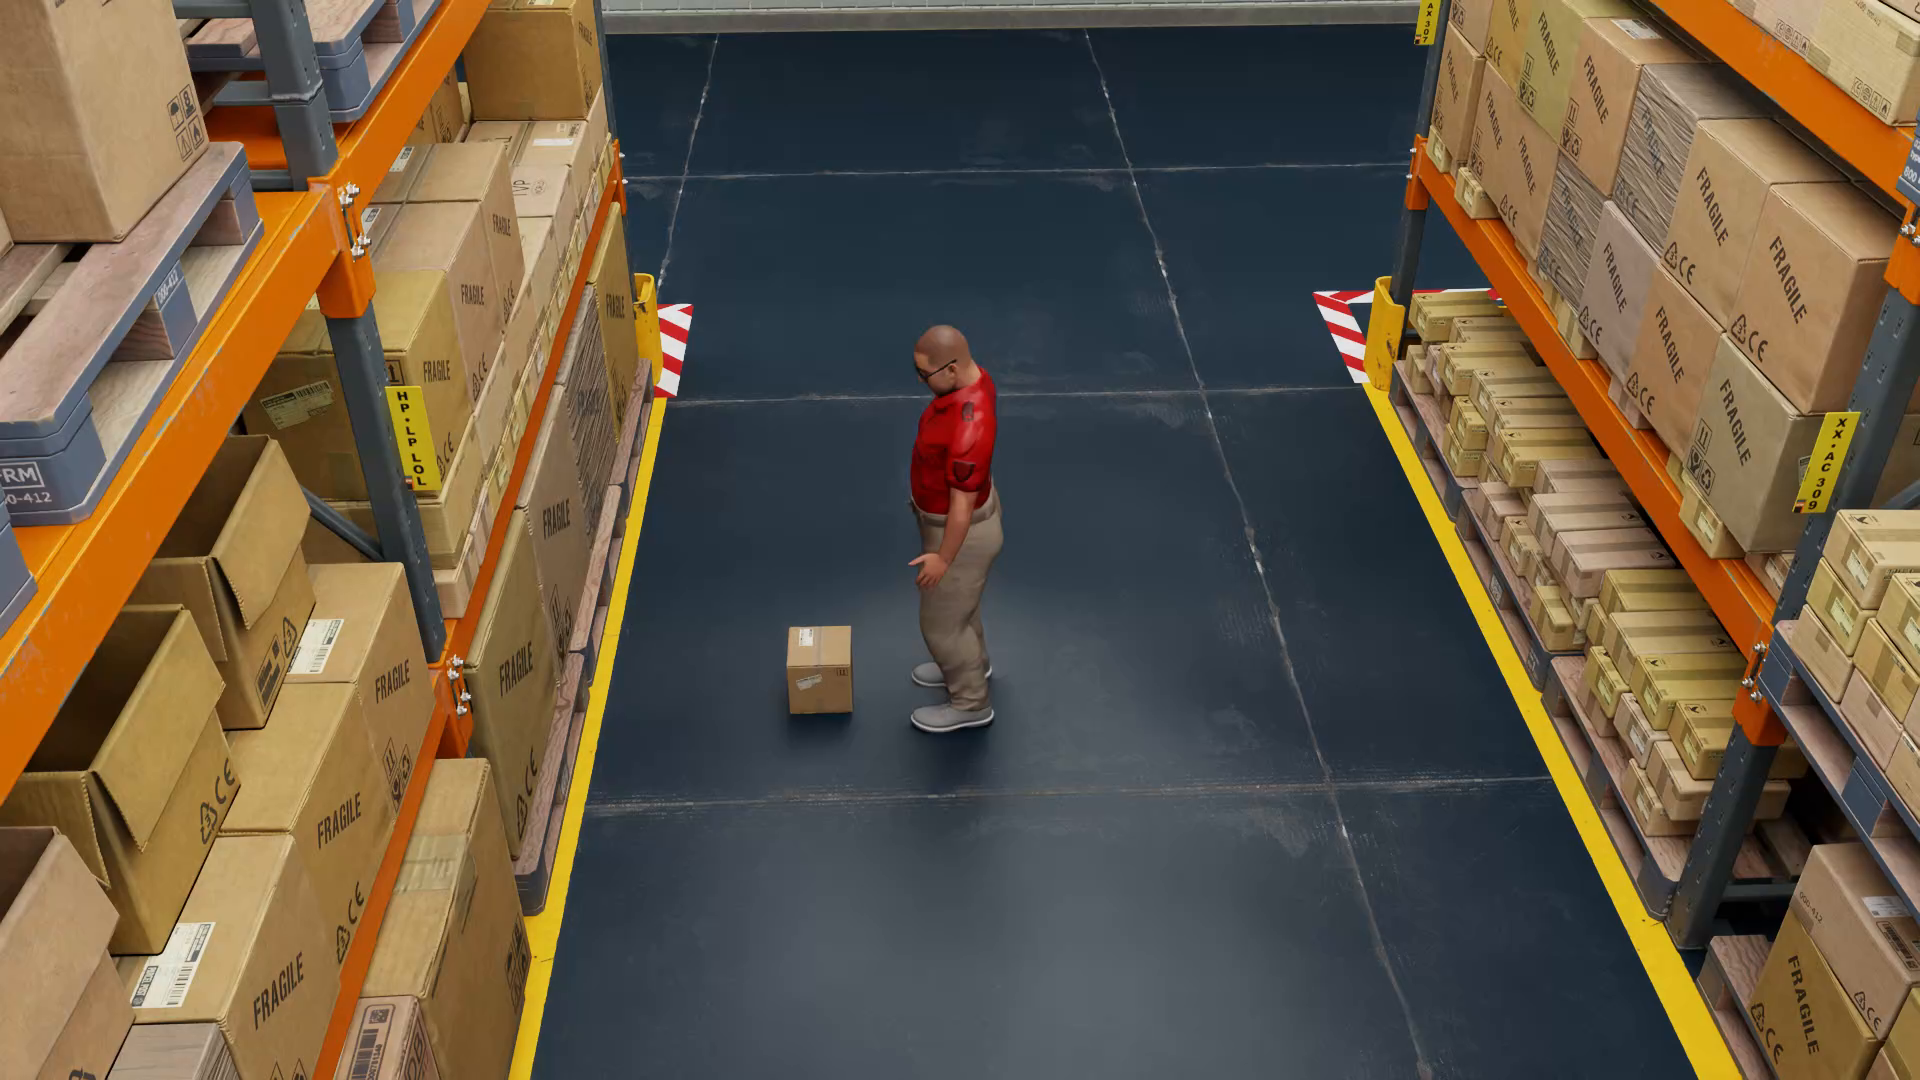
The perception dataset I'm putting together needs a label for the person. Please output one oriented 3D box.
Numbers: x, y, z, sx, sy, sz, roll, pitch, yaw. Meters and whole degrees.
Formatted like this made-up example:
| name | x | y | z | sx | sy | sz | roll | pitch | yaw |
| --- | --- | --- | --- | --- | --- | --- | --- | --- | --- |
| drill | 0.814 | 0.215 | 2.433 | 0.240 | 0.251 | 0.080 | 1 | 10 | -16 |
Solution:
| name | x | y | z | sx | sy | sz | roll | pitch | yaw |
| --- | --- | --- | --- | --- | --- | --- | --- | --- | --- |
| person | -0.018 | -0.033 | 6.231 | 0.359 | 1.714 | 0.538 | -1 | 35 | -1 |
